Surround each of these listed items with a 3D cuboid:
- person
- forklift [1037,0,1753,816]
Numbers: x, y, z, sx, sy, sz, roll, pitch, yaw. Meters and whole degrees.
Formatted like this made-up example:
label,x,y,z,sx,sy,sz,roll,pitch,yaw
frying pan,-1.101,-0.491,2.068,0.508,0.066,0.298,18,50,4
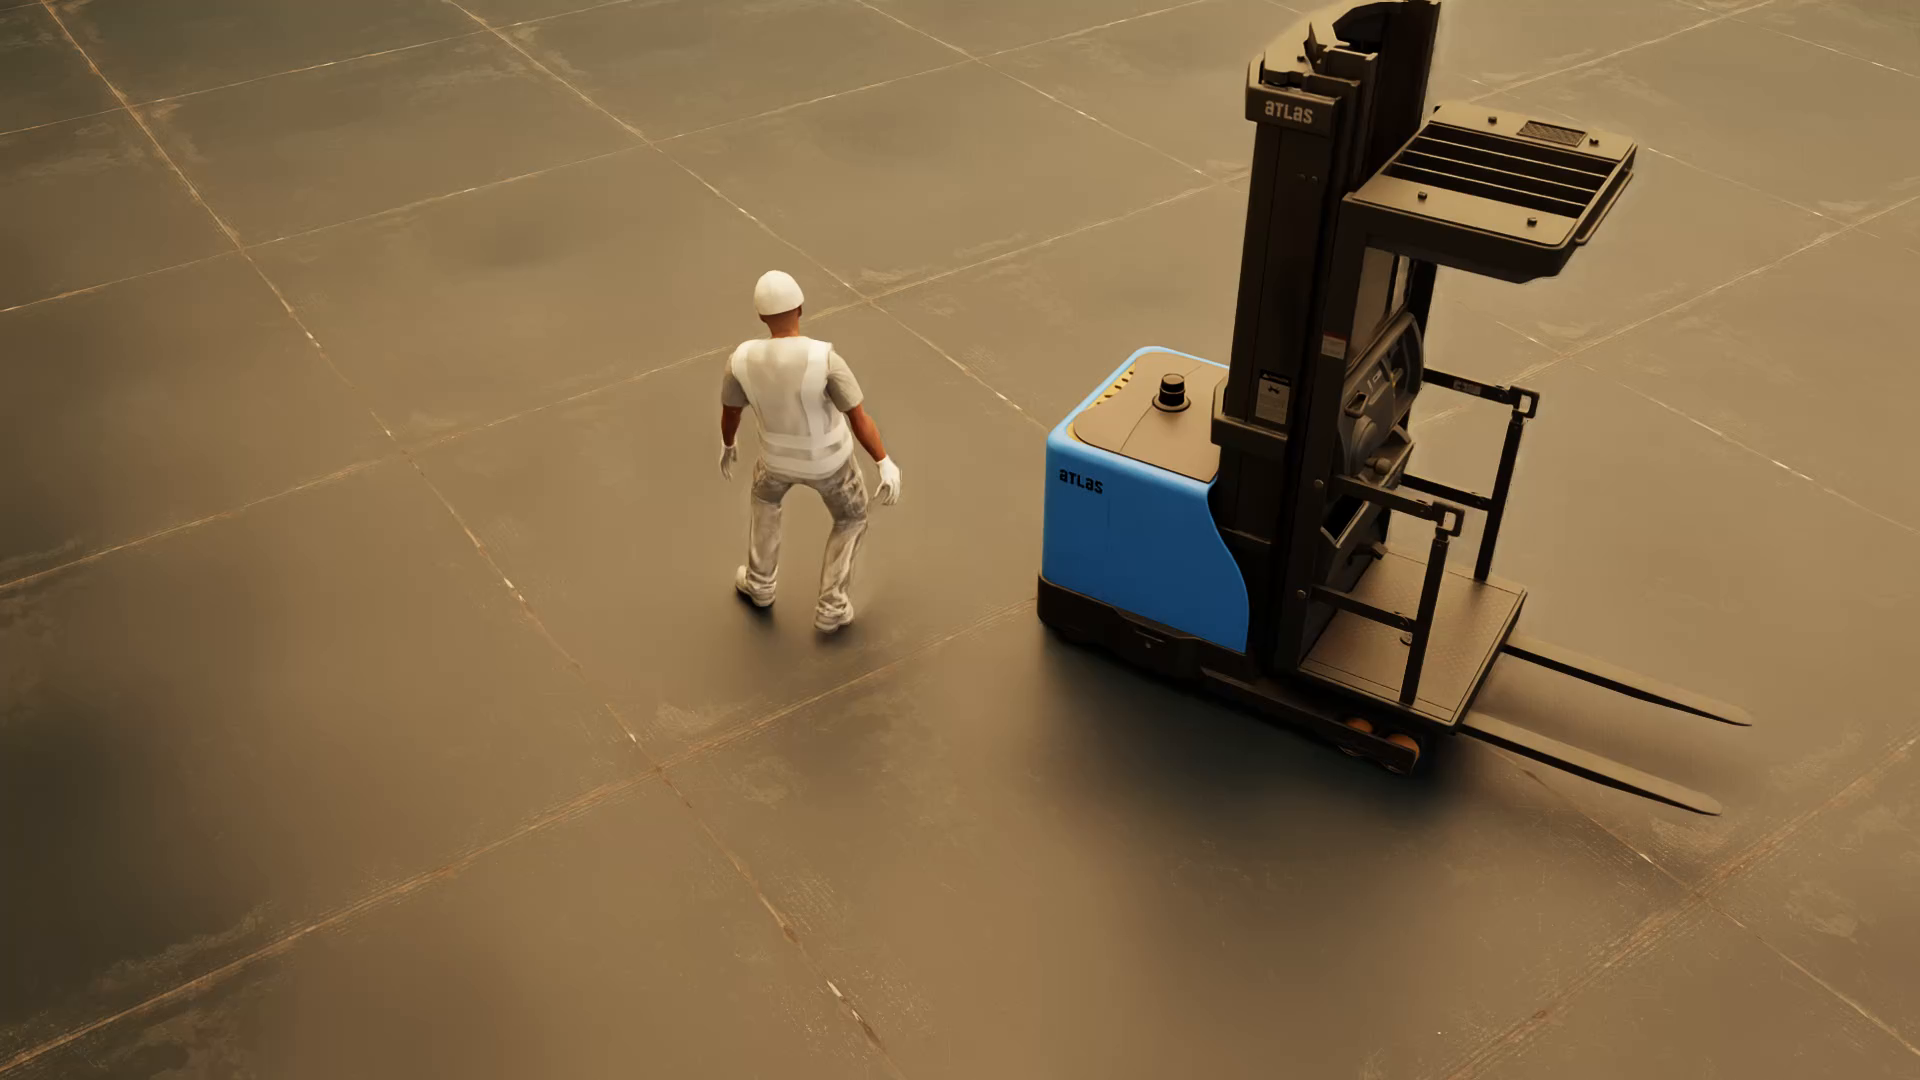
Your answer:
label,x,y,z,sx,sy,sz,roll,pitch,yaw
person,-0.683,-0.367,7.438,0.913,1.699,0.496,12,38,16
forklift,1.887,-0.552,6.691,3.031,2.935,1.130,20,41,25
